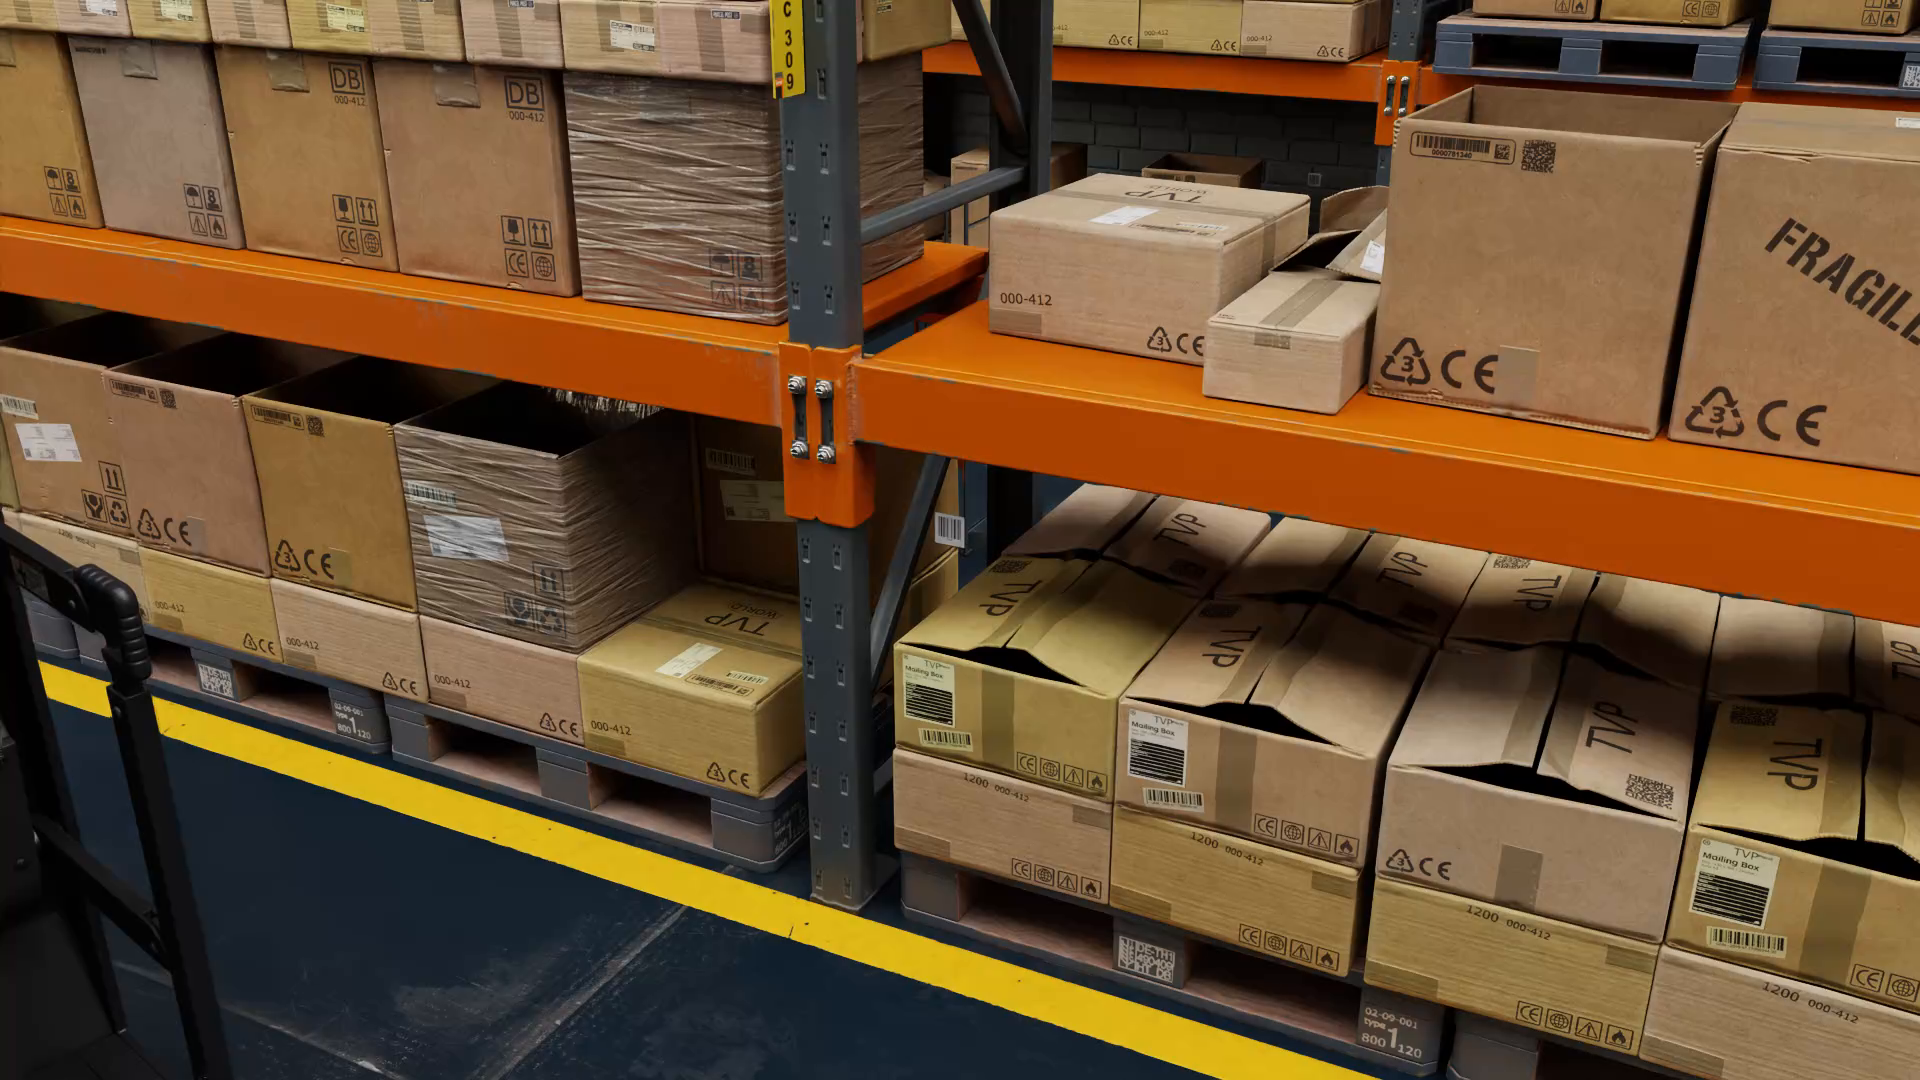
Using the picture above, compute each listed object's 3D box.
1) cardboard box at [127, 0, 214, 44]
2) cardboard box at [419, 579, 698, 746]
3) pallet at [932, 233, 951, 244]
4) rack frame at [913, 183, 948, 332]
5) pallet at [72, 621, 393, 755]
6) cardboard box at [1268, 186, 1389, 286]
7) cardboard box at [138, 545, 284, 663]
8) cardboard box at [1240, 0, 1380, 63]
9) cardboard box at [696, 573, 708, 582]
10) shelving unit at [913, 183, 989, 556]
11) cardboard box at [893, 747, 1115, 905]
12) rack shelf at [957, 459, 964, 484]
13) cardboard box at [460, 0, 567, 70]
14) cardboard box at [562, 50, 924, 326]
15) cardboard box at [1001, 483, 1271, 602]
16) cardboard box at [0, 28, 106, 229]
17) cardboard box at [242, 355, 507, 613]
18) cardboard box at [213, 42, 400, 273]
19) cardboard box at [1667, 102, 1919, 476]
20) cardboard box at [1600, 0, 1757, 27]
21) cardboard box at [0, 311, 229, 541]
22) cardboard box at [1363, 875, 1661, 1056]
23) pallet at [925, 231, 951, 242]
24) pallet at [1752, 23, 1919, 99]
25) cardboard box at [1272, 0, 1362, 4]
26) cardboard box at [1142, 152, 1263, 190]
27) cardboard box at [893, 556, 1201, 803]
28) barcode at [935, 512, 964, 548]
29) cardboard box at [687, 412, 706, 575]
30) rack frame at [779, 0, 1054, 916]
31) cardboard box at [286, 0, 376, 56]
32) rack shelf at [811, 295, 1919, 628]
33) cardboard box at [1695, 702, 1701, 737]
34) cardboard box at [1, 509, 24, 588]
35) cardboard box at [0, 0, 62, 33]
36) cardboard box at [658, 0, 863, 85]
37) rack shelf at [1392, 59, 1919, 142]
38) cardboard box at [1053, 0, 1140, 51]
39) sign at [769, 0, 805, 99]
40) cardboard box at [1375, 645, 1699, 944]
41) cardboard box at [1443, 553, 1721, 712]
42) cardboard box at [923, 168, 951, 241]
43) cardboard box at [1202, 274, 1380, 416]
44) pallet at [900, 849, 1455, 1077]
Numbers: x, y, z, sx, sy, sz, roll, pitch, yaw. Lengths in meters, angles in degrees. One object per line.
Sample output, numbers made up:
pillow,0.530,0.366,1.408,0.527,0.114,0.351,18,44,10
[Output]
cardboard box,-1.771,-1.305,4.030,0.250,0.149,0.380,12,26,26
cardboard box,-1.015,0.258,4.288,0.500,0.250,0.500,11,25,25
pallet,0.463,-1.486,8.974,1.213,0.211,1.003,11,25,25
rack frame,-0.095,-0.571,5.559,0.006,1.200,0.240,11,25,25
pallet,-1.845,0.196,5.019,1.213,0.211,1.003,11,25,25
cardboard box,0.807,-0.564,3.415,0.258,0.266,0.396,11,25,23
cardboard box,-1.915,0.087,4.690,0.500,0.250,0.500,11,25,25
cardboard box,1.611,-2.366,7.646,0.500,0.250,0.500,11,26,25
cardboard box,-0.782,0.077,4.712,0.500,0.250,0.500,11,25,25
shelving unit,-0.013,-0.555,5.521,0.189,1.200,0.258,11,25,25
cardboard box,0.187,0.513,3.688,0.500,0.250,0.500,11,25,23
rack shelf,-0.013,-0.293,5.633,0.180,0.103,0.258,11,25,25
cardboard box,-0.855,-1.124,3.604,0.250,0.149,0.380,10,25,23
cardboard box,-0.460,-0.839,3.762,0.500,0.500,0.700,10,25,23
cardboard box,0.430,0.069,4.016,0.500,0.311,0.500,11,25,25
cardboard box,-2.308,-1.202,4.615,0.500,0.500,0.700,11,26,25
cardboard box,-1.462,-0.175,4.347,0.500,0.500,0.500,11,25,25
cardboard box,-1.379,-1.020,4.188,0.500,0.500,0.700,12,26,25
cardboard box,1.534,-0.440,2.824,0.500,0.500,0.500,11,25,25
cardboard box,3.105,-2.493,7.090,0.500,0.500,0.700,14,27,30
cardboard box,-2.353,-0.352,4.764,0.500,0.500,0.500,11,25,25
cardboard box,1.106,0.694,3.262,0.500,0.250,0.500,10,25,23
pallet,-0.622,-1.702,9.481,1.213,0.211,1.003,11,25,25
pallet,3.955,-1.988,6.838,1.213,0.211,1.003,11,25,25
cardboard box,1.609,-2.708,7.494,0.500,0.500,0.500,11,25,24
cardboard box,1.227,-1.669,8.474,0.500,0.500,0.500,9,25,21
cardboard box,0.195,0.257,3.573,0.500,0.311,0.500,11,26,25
barcode,-0.021,-0.020,3.370,0.075,0.075,0.001,11,25,25
cardboard box,-0.783,-0.267,4.563,0.500,0.500,0.500,11,25,25
rack frame,-0.061,-0.717,3.603,0.127,3.000,1.000,11,25,25
cardboard box,-1.308,-1.215,3.817,0.250,0.149,0.380,11,25,24
rack shelf,1.724,-0.033,2.913,4.000,0.370,1.077,11,25,25
cardboard box,1.347,0.507,3.701,0.500,0.250,0.500,12,26,26
cardboard box,-2.805,-0.092,5.110,0.500,0.250,0.500,11,25,25
cardboard box,-2.227,-1.397,4.244,0.250,0.149,0.380,11,25,24
cardboard box,-0.400,-1.035,3.393,0.250,0.149,0.380,11,25,24
rack shelf,3.956,-1.763,6.983,4.000,0.370,1.077,11,25,25
cardboard box,0.715,-2.540,8.056,0.500,0.250,0.500,11,25,24
sign,-0.310,-0.958,2.962,0.005,0.325,0.100,11,25,25
cardboard box,1.102,0.438,3.147,0.500,0.311,0.500,10,25,23
cardboard box,1.341,0.247,3.596,0.500,0.311,0.500,11,25,24
cardboard box,-0.313,-1.865,9.176,0.500,0.311,0.500,14,27,29
cardboard box,0.638,-0.373,3.116,0.250,0.149,0.380,11,25,25
pallet,0.614,0.683,3.875,1.213,0.211,1.003,11,25,25
